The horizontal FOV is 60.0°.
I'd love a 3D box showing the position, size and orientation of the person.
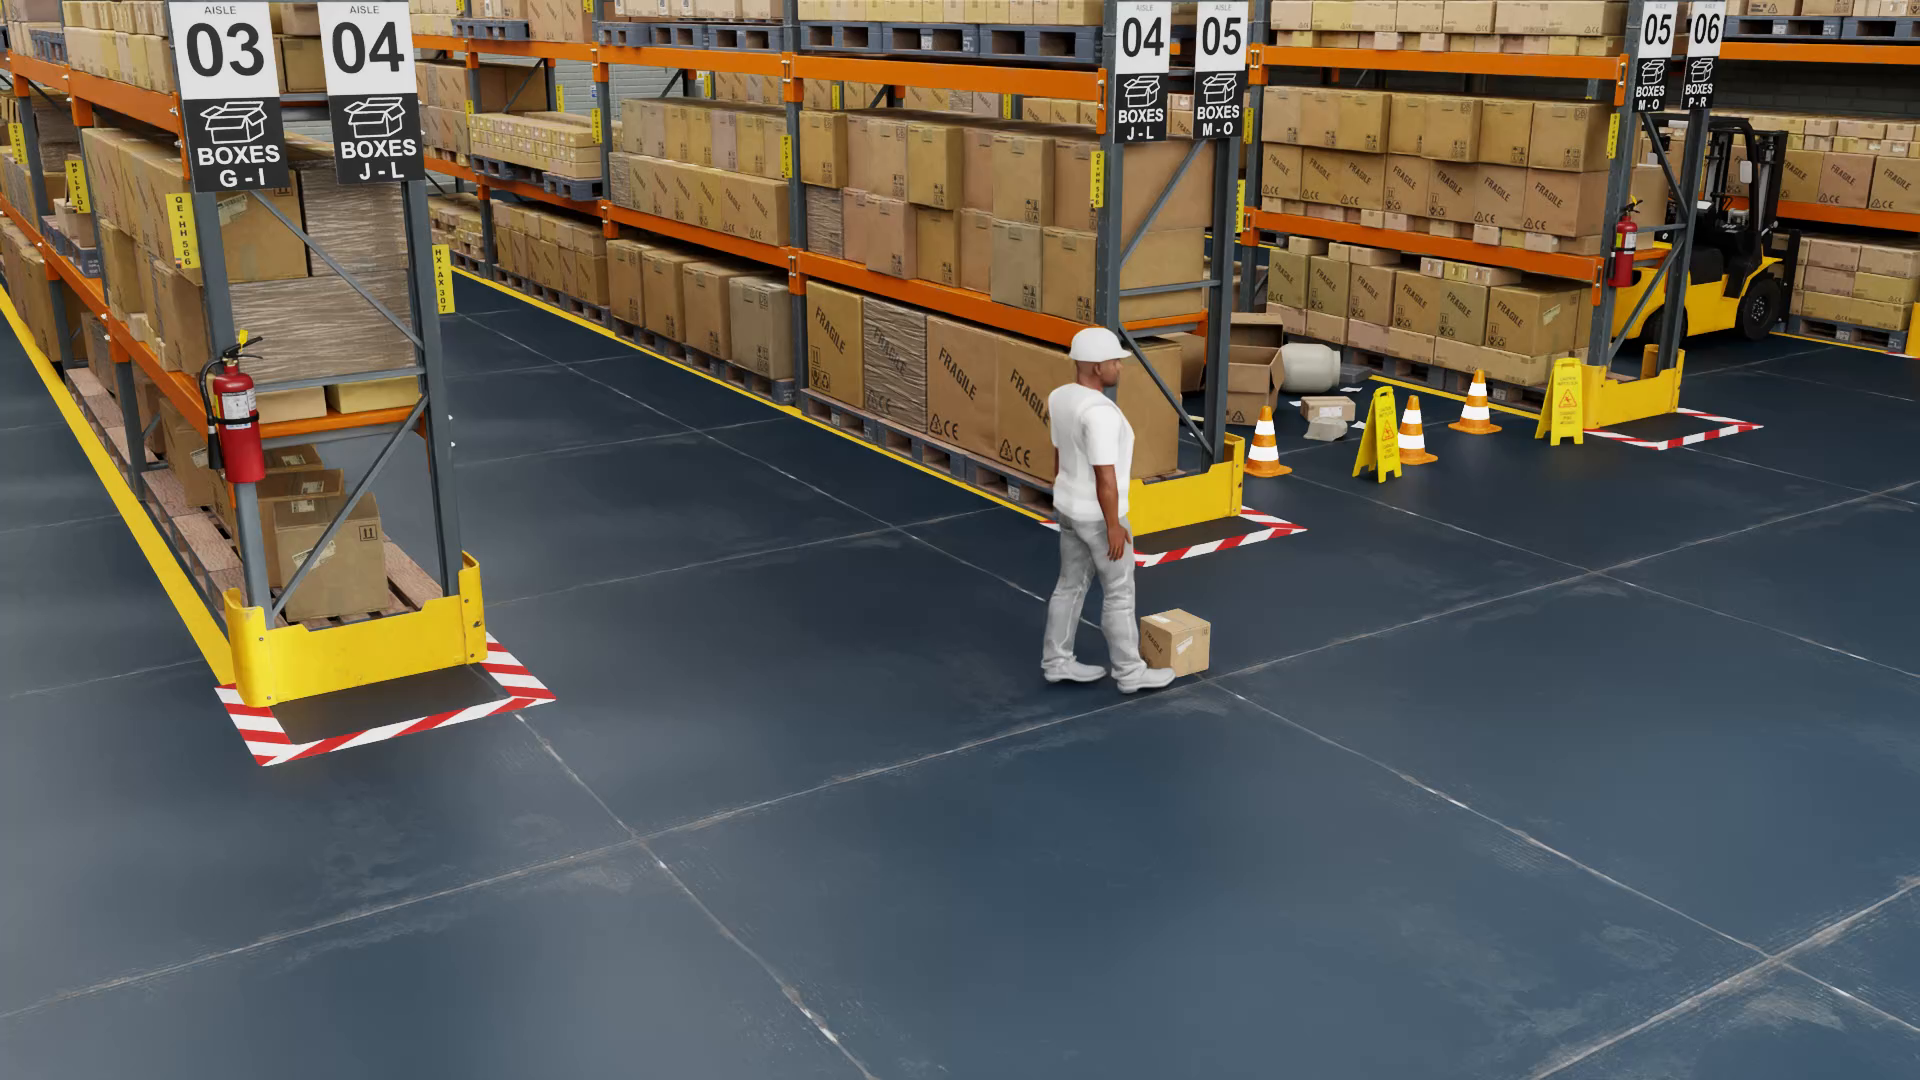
[{"bbox_3d":[0.719,-0.148,7.964,0.611,1.761,0.576,-7,19,-19],"label":"person"}]
